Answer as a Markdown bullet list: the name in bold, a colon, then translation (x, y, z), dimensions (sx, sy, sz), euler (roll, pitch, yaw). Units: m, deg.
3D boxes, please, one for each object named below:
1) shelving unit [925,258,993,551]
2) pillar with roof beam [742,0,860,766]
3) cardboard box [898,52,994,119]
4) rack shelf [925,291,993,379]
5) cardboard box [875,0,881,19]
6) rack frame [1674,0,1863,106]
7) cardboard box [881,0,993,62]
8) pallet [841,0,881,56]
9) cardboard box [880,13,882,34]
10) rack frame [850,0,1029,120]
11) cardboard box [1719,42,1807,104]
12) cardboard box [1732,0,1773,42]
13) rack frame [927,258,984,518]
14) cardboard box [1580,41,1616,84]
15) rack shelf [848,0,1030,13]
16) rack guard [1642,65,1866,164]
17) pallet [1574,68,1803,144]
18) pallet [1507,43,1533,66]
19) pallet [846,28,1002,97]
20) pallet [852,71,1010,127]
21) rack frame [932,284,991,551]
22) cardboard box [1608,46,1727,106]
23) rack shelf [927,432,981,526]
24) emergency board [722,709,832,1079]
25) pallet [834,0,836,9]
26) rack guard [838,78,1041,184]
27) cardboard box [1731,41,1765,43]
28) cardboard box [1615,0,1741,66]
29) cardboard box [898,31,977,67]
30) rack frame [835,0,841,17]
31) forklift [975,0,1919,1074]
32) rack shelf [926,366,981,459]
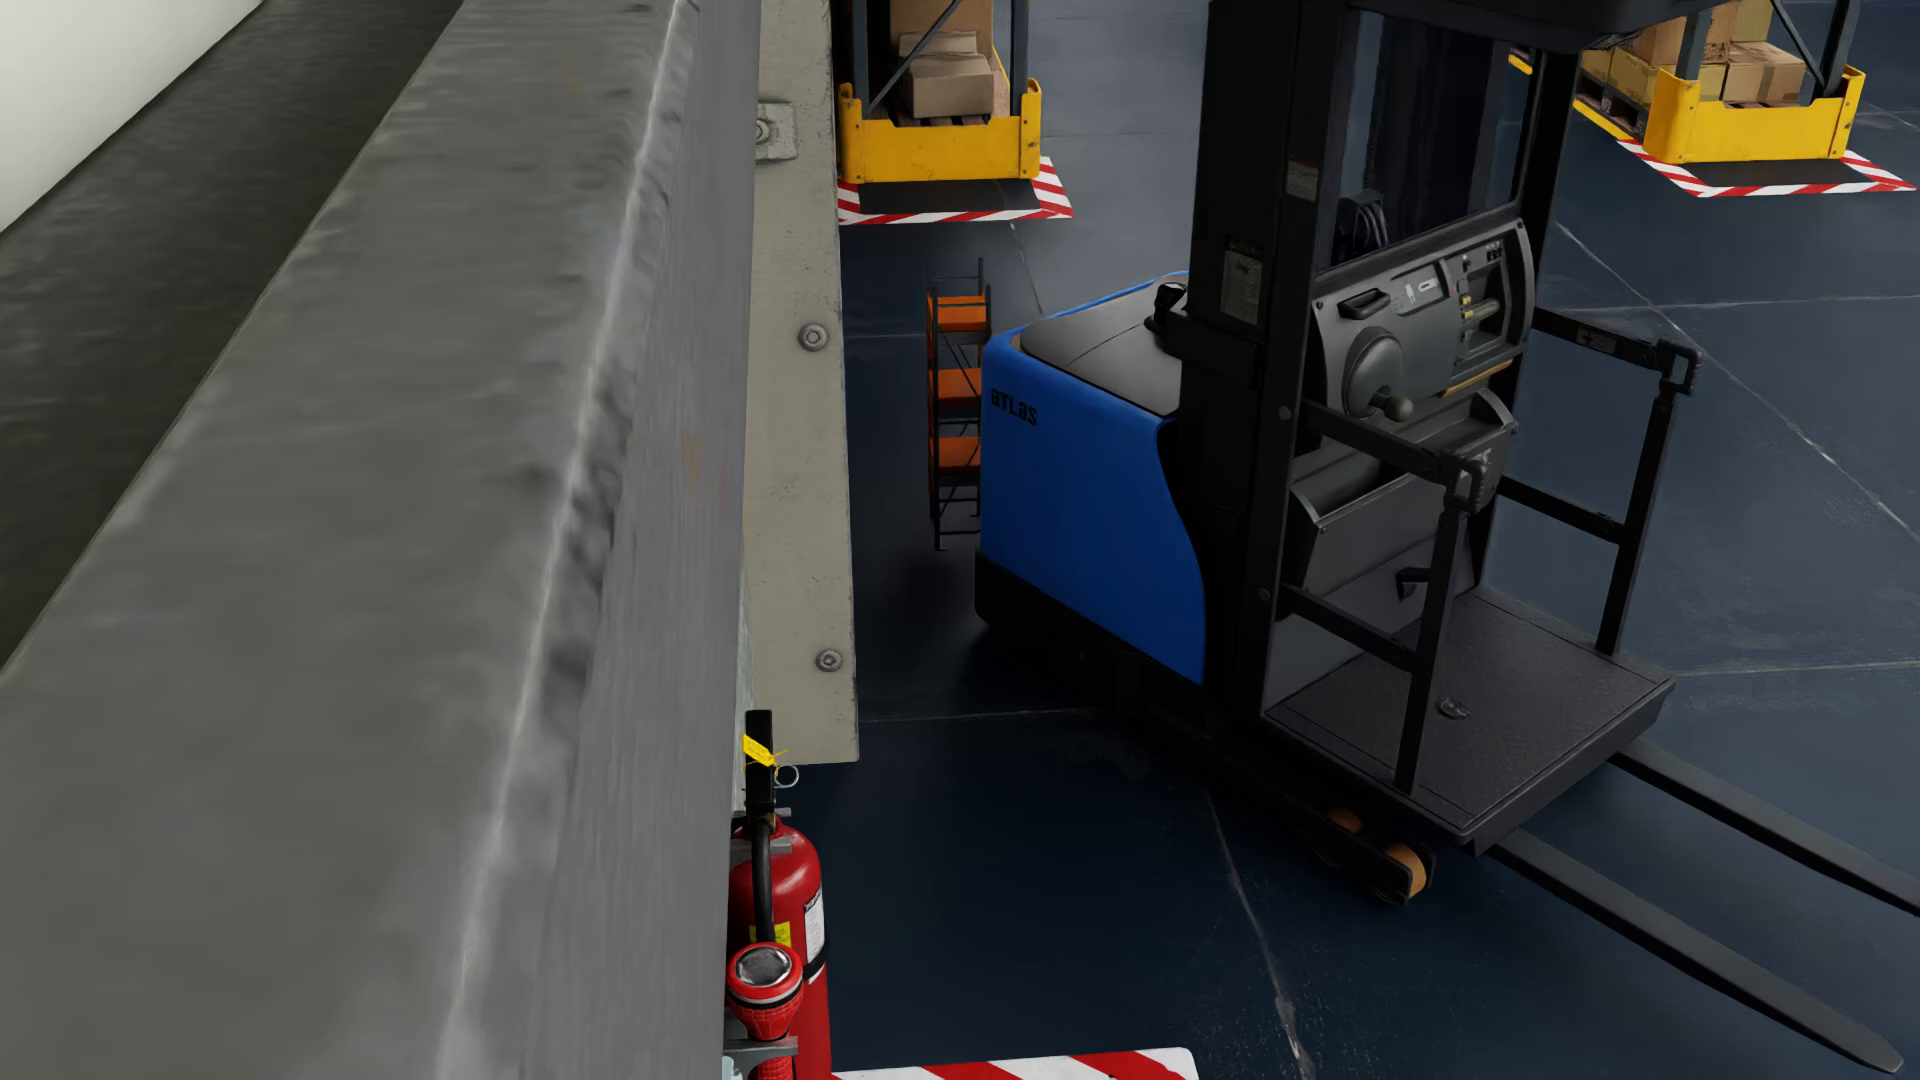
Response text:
- **shelving unit**: translation (-0.005, -0.478, 6.027), dimensions (0.215, 1.050, 0.252), euler (-3, 31, -5)
- **pillar with roof beam**: translation (3.805, -3.484, 3.308), dimensions (9.100, 9.000, 0.400), euler (-3, 31, -5)
- **cardboard box**: translation (-0.090, -2.842, 10.276), dimensions (0.500, 0.311, 0.500), euler (-6, 31, -10)
- **rack shelf**: translation (-0.005, -0.713, 5.886), dimensions (0.215, 0.259, 0.240), euler (-3, 31, -5)
- **cardboard box**: translation (-0.352, -4.080, 12.164), dimensions (0.500, 0.500, 0.500), euler (-5, 31, -8)
- **rack frame**: translation (4.817, -3.689, 9.501), dimensions (1.000, 3.000, 0.127), euler (-3, 31, -5)
- **cardboard box**: translation (-0.162, -3.591, 11.346), dimensions (0.700, 0.500, 0.500), euler (-5, 31, -8)
- **pallet**: translation (-0.391, -3.954, 12.663), dimensions (1.003, 0.211, 1.213), euler (-3, 31, -5)
- **cardboard box**: translation (-0.359, -3.640, 11.769), dimensions (0.380, 0.149, 0.250), euler (-5, 31, -9)
- **rack frame**: translation (-0.115, -3.450, 9.101), dimensions (1.000, 3.000, 0.127), euler (-3, 31, -5)
- **cardboard box**: translation (4.988, -2.973, 10.575), dimensions (0.500, 0.250, 0.500), euler (-3, 31, -5)
- **cardboard box**: translation (4.940, -3.551, 10.810), dimensions (0.500, 0.500, 0.500), euler (-3, 31, -5)
- **rack frame**: translation (-0.016, -0.540, 6.131), dimensions (0.200, 1.050, 0.008), euler (-3, 31, -5)
- **cardboard box**: translation (4.414, -3.203, 10.960), dimensions (0.500, 0.250, 0.500), euler (-3, 31, -5)
- **rack shelf**: translation (-0.302, -4.162, 10.995), dimensions (1.077, 0.370, 4.000), euler (-3, 31, -5)
- **rack guard**: translation (4.819, -2.604, 10.122), dimensions (1.175, 0.500, 0.348), euler (-3, 31, -5)
- **pallet**: translation (4.704, -2.881, 10.866), dimensions (1.003, 0.211, 1.213), euler (-3, 31, -5)
- **pallet**: translation (4.593, -3.502, 11.907), dimensions (1.003, 0.211, 1.213), euler (-3, 31, -5)
- **pallet**: translation (-0.274, -3.329, 11.618), dimensions (1.003, 0.211, 1.213), euler (-3, 31, -5)
- **pallet**: translation (-0.163, -2.708, 10.578), dimensions (1.003, 0.211, 1.213), euler (-3, 31, -5)
- **rack frame**: translation (0.006, -0.416, 5.922), dimensions (0.200, 1.050, 0.008), euler (-3, 31, -5)
- **cardboard box**: translation (4.473, -2.949, 10.533), dimensions (0.500, 0.250, 0.500), euler (-3, 31, -5)
- **rack shelf**: translation (-0.005, -0.230, 6.174), dimensions (0.215, 0.259, 0.240), euler (-3, 31, -5)
- **emergency board**: translation (-0.288, 0.561, 2.386), dimensions (0.194, 1.169, 0.643), euler (-3, 31, -5)
- **pallet**: translation (-0.563, -4.692, 13.900), dimensions (1.003, 0.211, 1.213), euler (-3, 31, -5)
- **rack guard**: translation (-0.122, -2.416, 9.807), dimensions (1.175, 0.500, 0.348), euler (-3, 31, -5)
- **cardboard box**: translation (4.938, -3.229, 11.002), dimensions (0.500, 0.250, 0.500), euler (-3, 31, -5)
- **cardboard box**: translation (4.470, -3.270, 10.341), dimensions (0.500, 0.500, 0.500), euler (-3, 31, -5)
- **cardboard box**: translation (-0.143, -3.133, 10.763), dimensions (0.500, 0.311, 0.500), euler (0, 31, 0)
- **rack frame**: translation (-0.489, -5.492, 12.520), dimensions (1.000, 3.000, 0.127), euler (-3, 31, -5)
- **forklift**: translation (1.391, -0.553, 4.318), dimensions (1.130, 2.935, 3.031), euler (-24, 38, -34)
- **rack shelf**: translation (-0.005, -0.469, 6.032), dimensions (0.215, 0.259, 0.240), euler (-3, 31, -5)
